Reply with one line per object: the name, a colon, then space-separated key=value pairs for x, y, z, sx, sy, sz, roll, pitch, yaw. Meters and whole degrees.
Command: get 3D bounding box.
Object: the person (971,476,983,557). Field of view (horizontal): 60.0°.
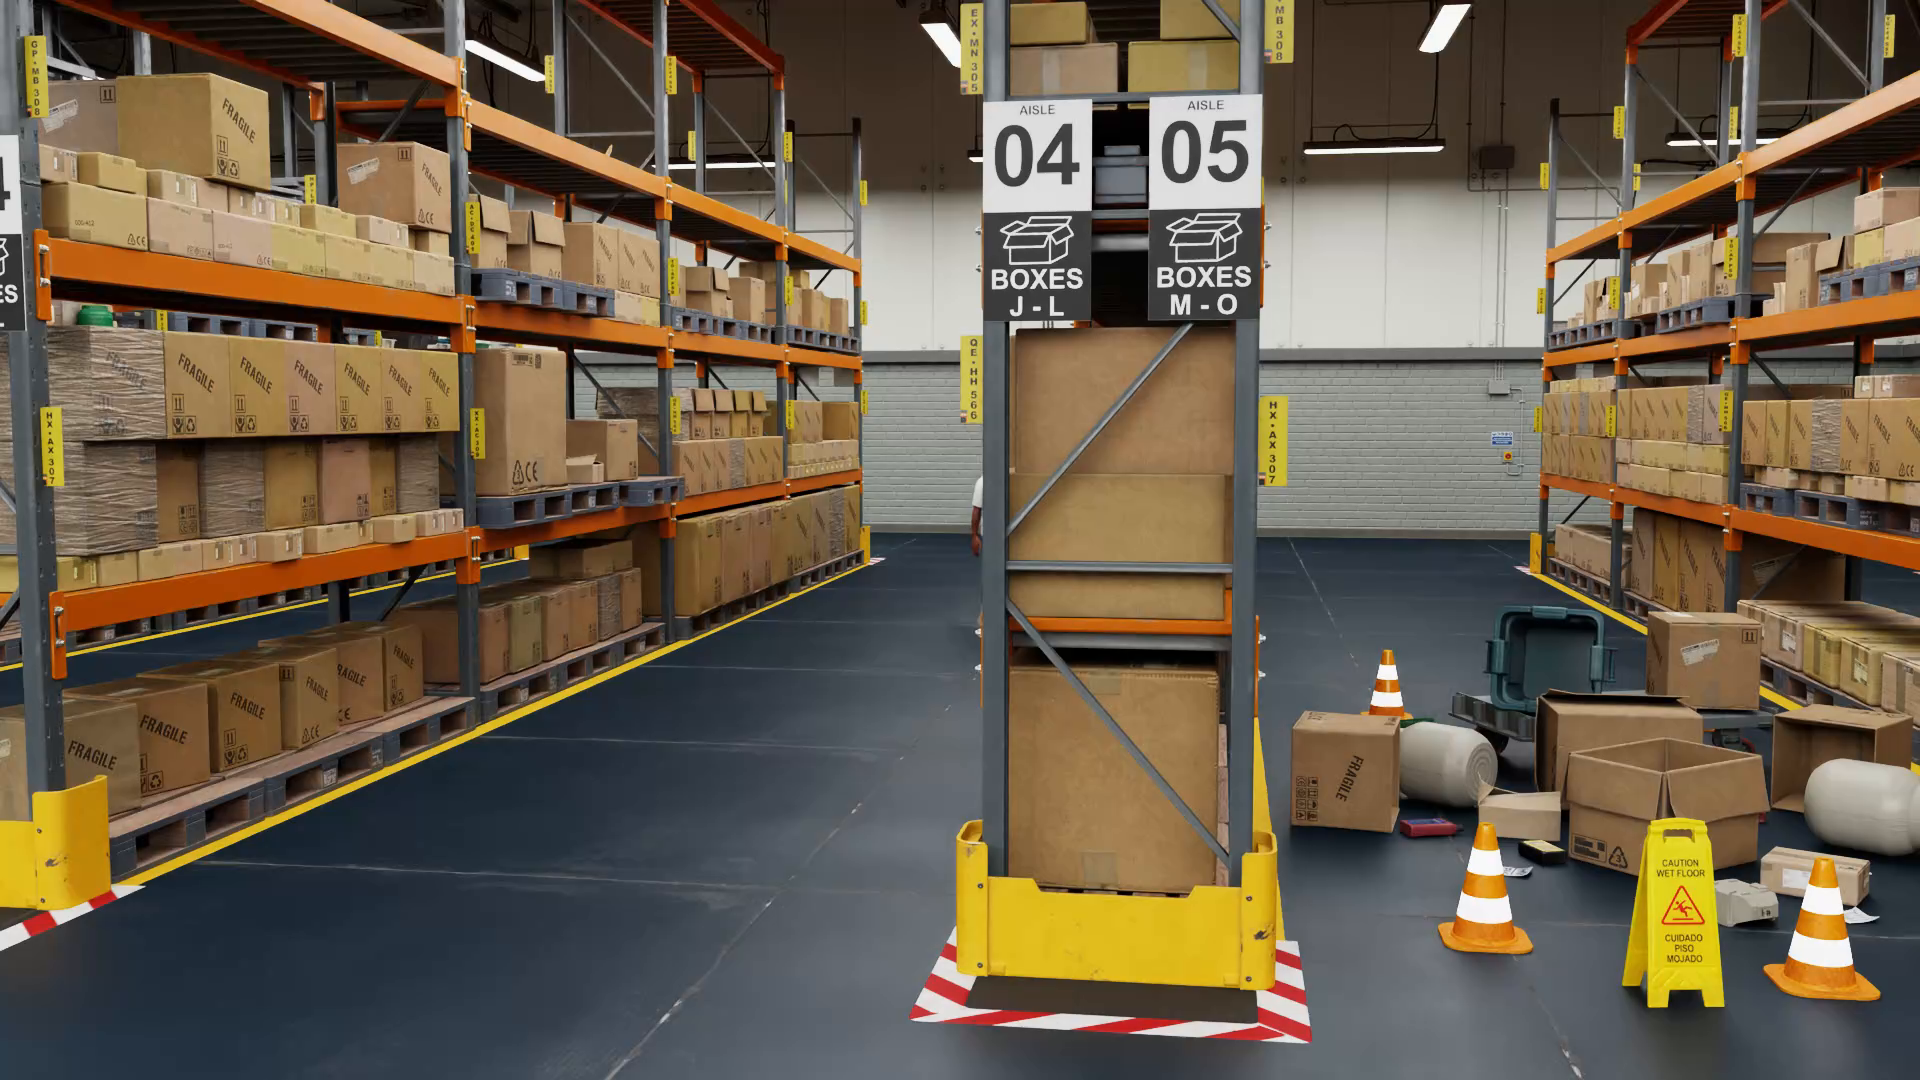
person: x=0.418 y=0.003 z=15.541 sx=0.595 sy=1.802 sz=0.515 roll=-1 pitch=5 yaw=-15
